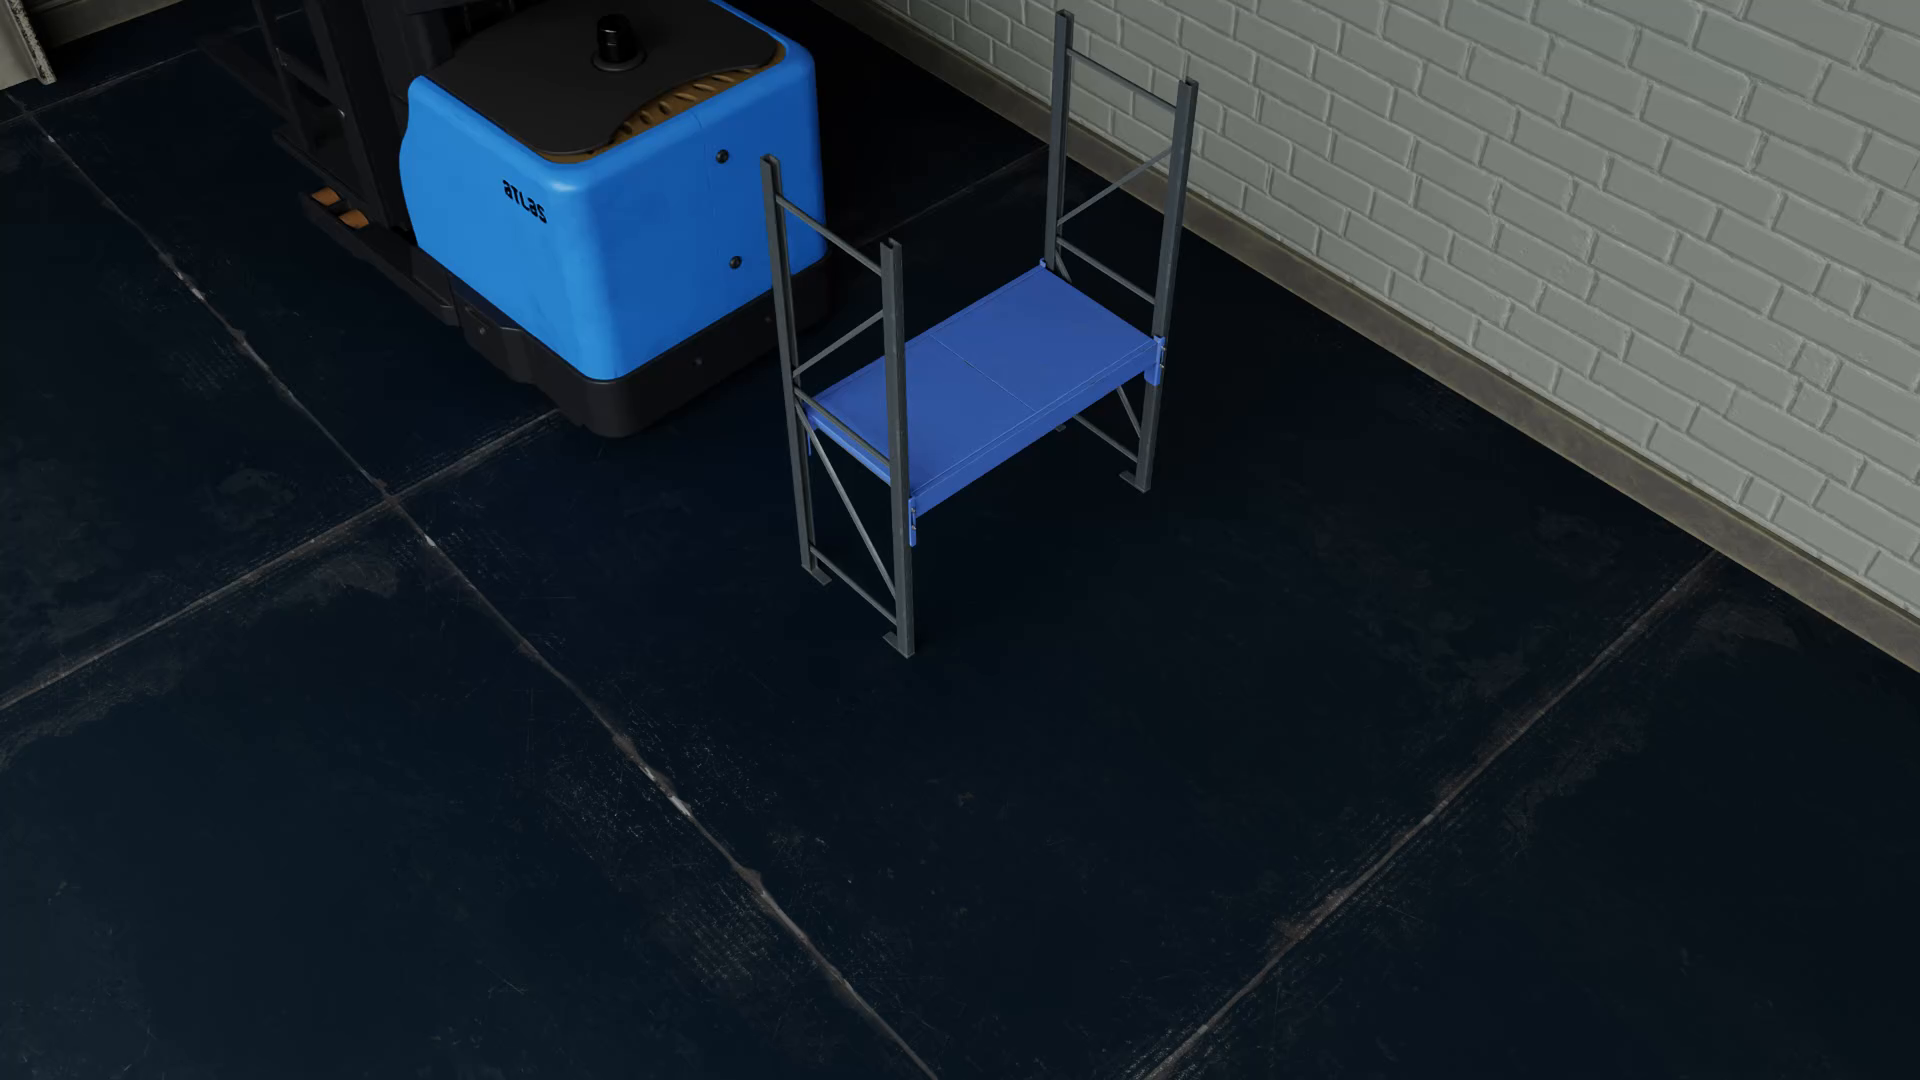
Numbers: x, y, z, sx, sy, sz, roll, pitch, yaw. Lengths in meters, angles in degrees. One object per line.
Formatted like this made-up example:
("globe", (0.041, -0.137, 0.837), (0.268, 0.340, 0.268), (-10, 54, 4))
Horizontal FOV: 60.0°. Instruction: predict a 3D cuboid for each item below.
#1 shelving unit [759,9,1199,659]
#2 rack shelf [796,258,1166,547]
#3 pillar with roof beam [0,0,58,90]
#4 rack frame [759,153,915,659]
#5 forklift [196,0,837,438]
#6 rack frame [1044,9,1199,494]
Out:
("shelving unit", (0.063, -0.551, 4.738), (1.048, 1.500, 0.538), (-34, 56, -27))
("rack shelf", (0.063, -0.429, 4.870), (1.000, 0.185, 0.538), (-34, 56, -27))
("pillar with roof beam", (-1.176, -2.645, 1.567), (0.400, 9.000, 9.100), (-34, 56, -27))
("rack frame", (-0.313, -0.299, 4.506), (0.032, 1.500, 0.500), (-34, 56, -27))
("forklift", (-1.842, -2.304, 5.381), (3.031, 2.935, 1.130), (36, 57, 28))
("rack frame", (0.439, -0.802, 4.970), (0.032, 1.500, 0.500), (-34, 56, -27))
